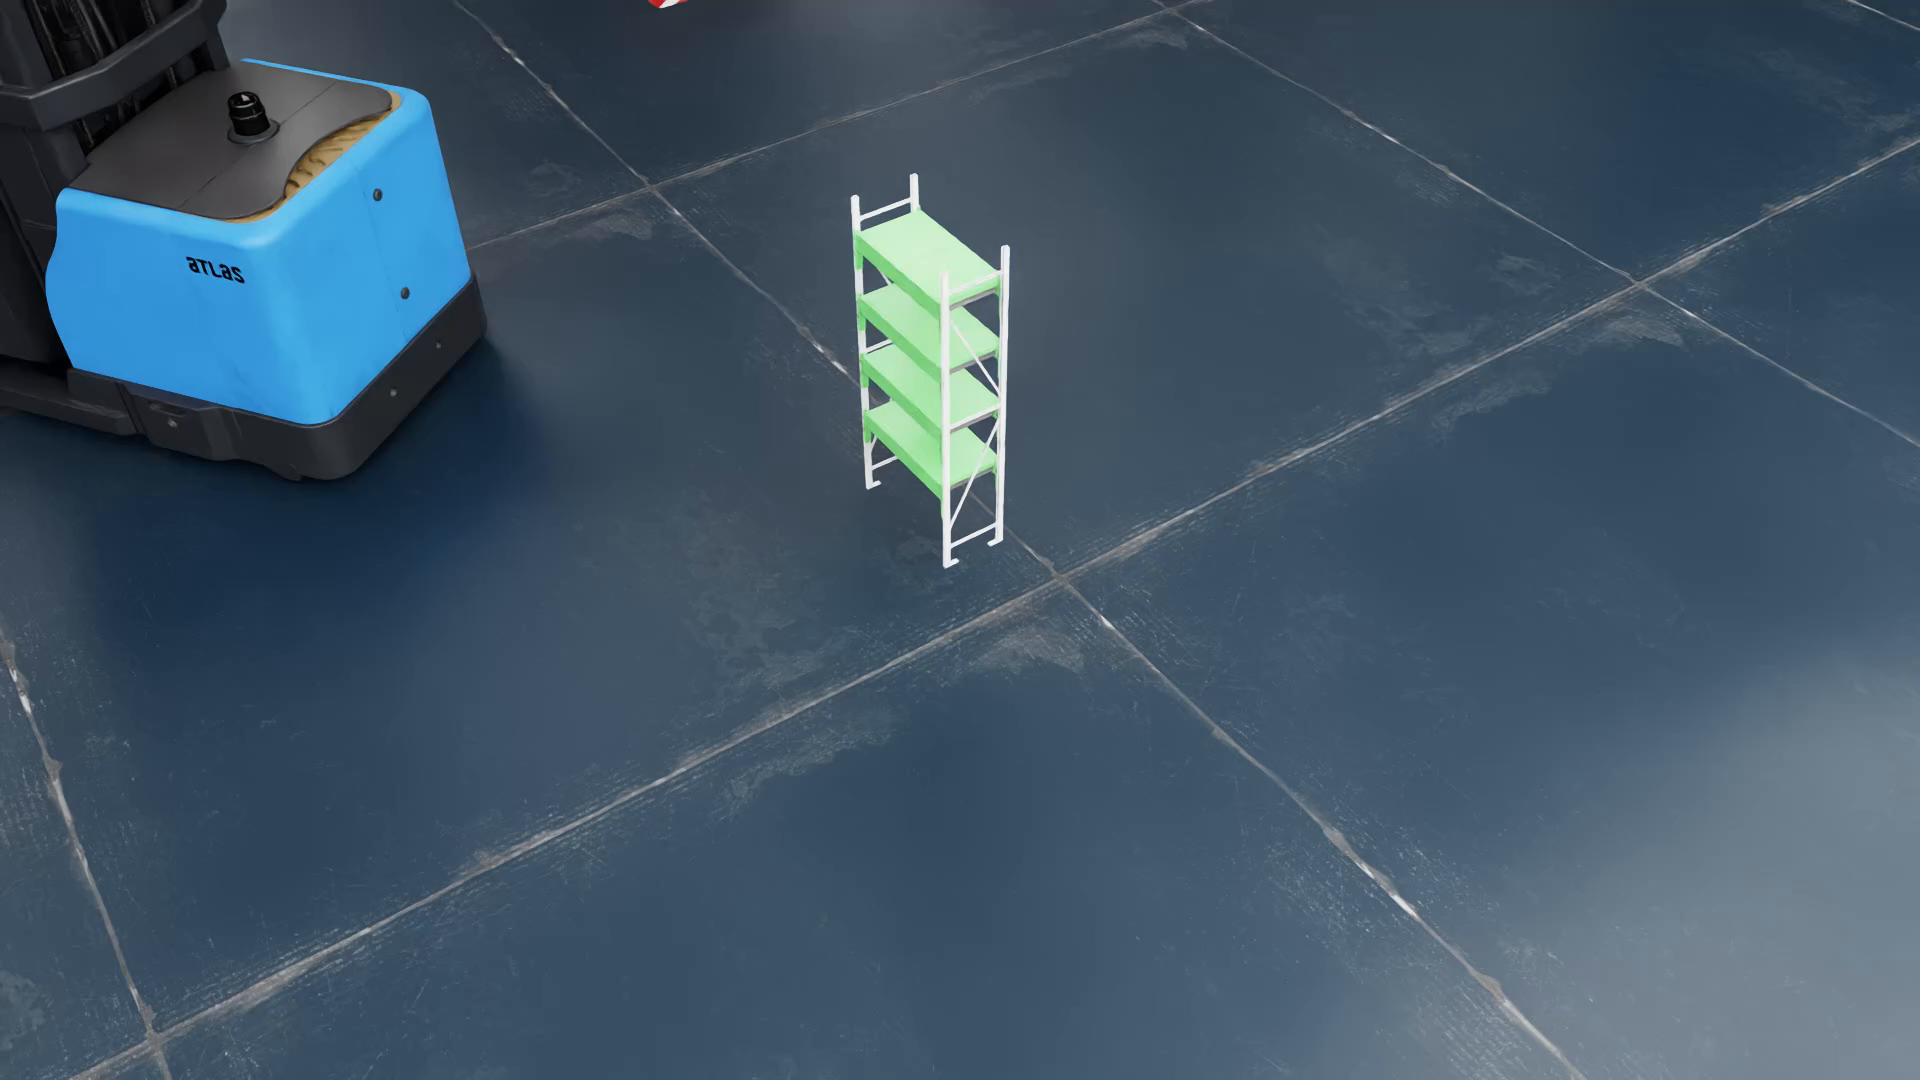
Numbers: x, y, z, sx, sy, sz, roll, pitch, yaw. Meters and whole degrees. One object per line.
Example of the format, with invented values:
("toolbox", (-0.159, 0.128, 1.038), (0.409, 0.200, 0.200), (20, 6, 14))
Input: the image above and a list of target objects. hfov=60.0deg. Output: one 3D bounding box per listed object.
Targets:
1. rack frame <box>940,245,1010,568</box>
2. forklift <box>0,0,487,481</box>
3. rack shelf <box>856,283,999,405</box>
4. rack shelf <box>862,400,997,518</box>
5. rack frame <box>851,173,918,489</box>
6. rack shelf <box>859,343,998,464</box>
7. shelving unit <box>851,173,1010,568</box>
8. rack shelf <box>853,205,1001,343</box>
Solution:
("rack frame", (0.045, -0.390, 5.289), (0.240, 1.200, 0.015), (-26, 49, -24))
("forklift", (-3.427, -1.887, 5.604), (3.031, 2.935, 1.130), (14, 45, 14))
("rack shelf", (-0.095, -0.655, 5.312), (0.258, 0.148, 0.480), (-26, 49, -24))
("rack shelf", (-0.095, -0.308, 5.644), (0.258, 0.148, 0.480), (-26, 49, -24))
("rack frame", (-0.234, -0.666, 5.579), (0.240, 1.200, 0.015), (-26, 49, -24))
("rack shelf", (-0.095, -0.482, 5.478), (0.258, 0.148, 0.480), (-26, 49, -24))
("shelving unit", (-0.095, -0.528, 5.434), (0.258, 1.200, 0.503), (-26, 49, -24))
("rack shelf", (-0.095, -0.829, 5.147), (0.258, 0.148, 0.480), (-26, 49, -24))
